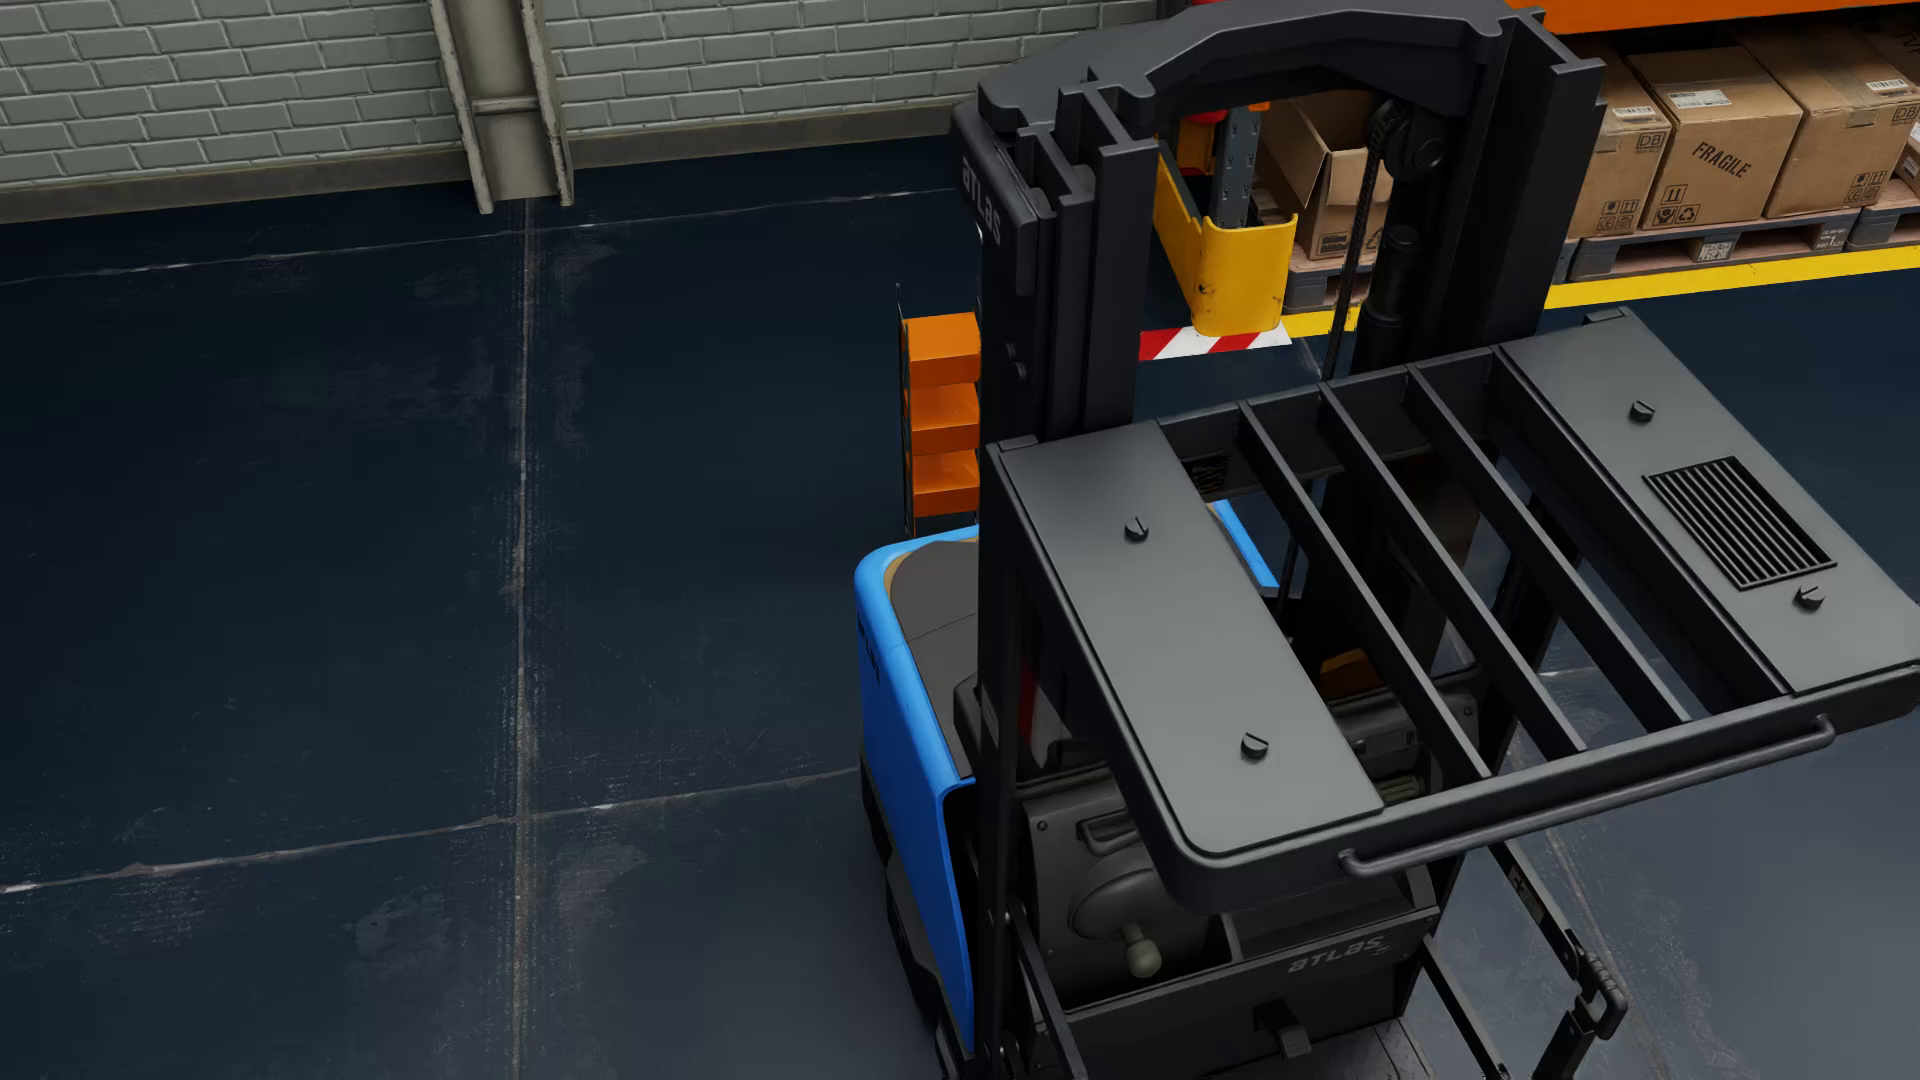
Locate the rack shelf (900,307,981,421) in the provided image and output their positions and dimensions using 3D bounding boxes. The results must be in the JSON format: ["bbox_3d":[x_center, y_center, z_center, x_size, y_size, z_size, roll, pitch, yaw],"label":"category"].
[{"bbox_3d":[-0.053,-0.547,5.169,0.240,0.259,0.215,-7,46,-7],"label":"rack shelf"}]

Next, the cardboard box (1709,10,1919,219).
[{"bbox_3d":[3.422,-1.746,6.793,0.500,0.500,0.700,-9,47,-8],"label":"cardboard box"}]

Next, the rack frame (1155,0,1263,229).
[{"bbox_3d":[0.931,-2.255,5.839,0.127,3.000,1.000,-7,46,-7],"label":"rack frame"}]

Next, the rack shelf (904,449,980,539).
[{"bbox_3d":[-0.053,-0.158,5.573,0.240,0.259,0.215,-7,46,-7],"label":"rack shelf"}]

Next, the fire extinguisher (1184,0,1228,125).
[{"bbox_3d":[0.865,-1.752,5.668,0.183,0.674,0.296,-7,46,-7],"label":"fire extinguisher"}]

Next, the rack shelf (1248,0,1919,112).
[{"bbox_3d":[2.902,-2.251,6.335,4.000,0.370,1.077,-7,46,-7],"label":"rack shelf"}]

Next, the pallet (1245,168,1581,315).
[{"bbox_3d":[1.792,-1.395,6.948,1.213,0.211,1.003,-7,46,-7],"label":"pallet"}]

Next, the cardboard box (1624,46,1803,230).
[{"bbox_3d":[2.937,-1.612,6.665,0.500,0.500,0.500,-6,46,-6],"label":"cardboard box"}]

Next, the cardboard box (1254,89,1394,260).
[{"bbox_3d":[1.550,-1.542,6.595,0.637,0.503,0.797,-9,47,-8],"label":"cardboard box"}]

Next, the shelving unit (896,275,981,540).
[{"bbox_3d":[-0.053,-0.358,5.366,0.252,1.050,0.215,-7,46,-7],"label":"shelving unit"}]

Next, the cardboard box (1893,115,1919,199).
[{"bbox_3d":[4.022,-1.622,6.837,0.258,0.266,0.396,-6,46,-5],"label":"cardboard box"}]

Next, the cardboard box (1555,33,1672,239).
[{"bbox_3d":[2.399,-1.618,6.670,0.500,0.500,0.700,-5,46,-5],"label":"cardboard box"}]

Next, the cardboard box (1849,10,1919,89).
[{"bbox_3d":[4.182,-2.045,7.213,0.500,0.311,0.500,-6,46,-5],"label":"cardboard box"}]

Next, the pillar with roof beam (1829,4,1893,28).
[{"bbox_3d":[4.767,-2.327,1.743,0.400,9.000,9.100,-7,46,-7],"label":"pillar with roof beam"}]

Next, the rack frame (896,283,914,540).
[{"bbox_3d":[-0.173,-0.343,5.351,0.008,1.050,0.200,-7,46,-7],"label":"rack frame"}]

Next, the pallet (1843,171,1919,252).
[{"bbox_3d":[4.196,-1.695,7.236,1.213,0.211,1.003,-7,46,-7],"label":"pallet"}]

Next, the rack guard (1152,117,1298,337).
[{"bbox_3d":[1.006,-1.397,6.749,0.348,0.500,1.175,-7,46,-7],"label":"rack guard"}]

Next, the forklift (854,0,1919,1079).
[{"bbox_3d":[0.645,0.665,3.074,1.130,2.935,3.031,-13,47,-12],"label":"forklift"}]

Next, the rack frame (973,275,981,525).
[{"bbox_3d":[0.067,-0.373,5.380,0.008,1.050,0.200,-7,46,-7],"label":"rack frame"}]

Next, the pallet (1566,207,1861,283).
[{"bbox_3d":[2.991,-1.542,7.090,1.213,0.211,1.003,-7,46,-7],"label":"pallet"}]

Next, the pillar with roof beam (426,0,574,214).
[{"bbox_3d":[-1.145,-1.590,1.033,0.400,9.000,9.100,-7,46,-7],"label":"pillar with roof beam"}]

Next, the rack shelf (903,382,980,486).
[{"bbox_3d":[-0.053,-0.350,5.373,0.240,0.259,0.215,-7,46,-7],"label":"rack shelf"}]
